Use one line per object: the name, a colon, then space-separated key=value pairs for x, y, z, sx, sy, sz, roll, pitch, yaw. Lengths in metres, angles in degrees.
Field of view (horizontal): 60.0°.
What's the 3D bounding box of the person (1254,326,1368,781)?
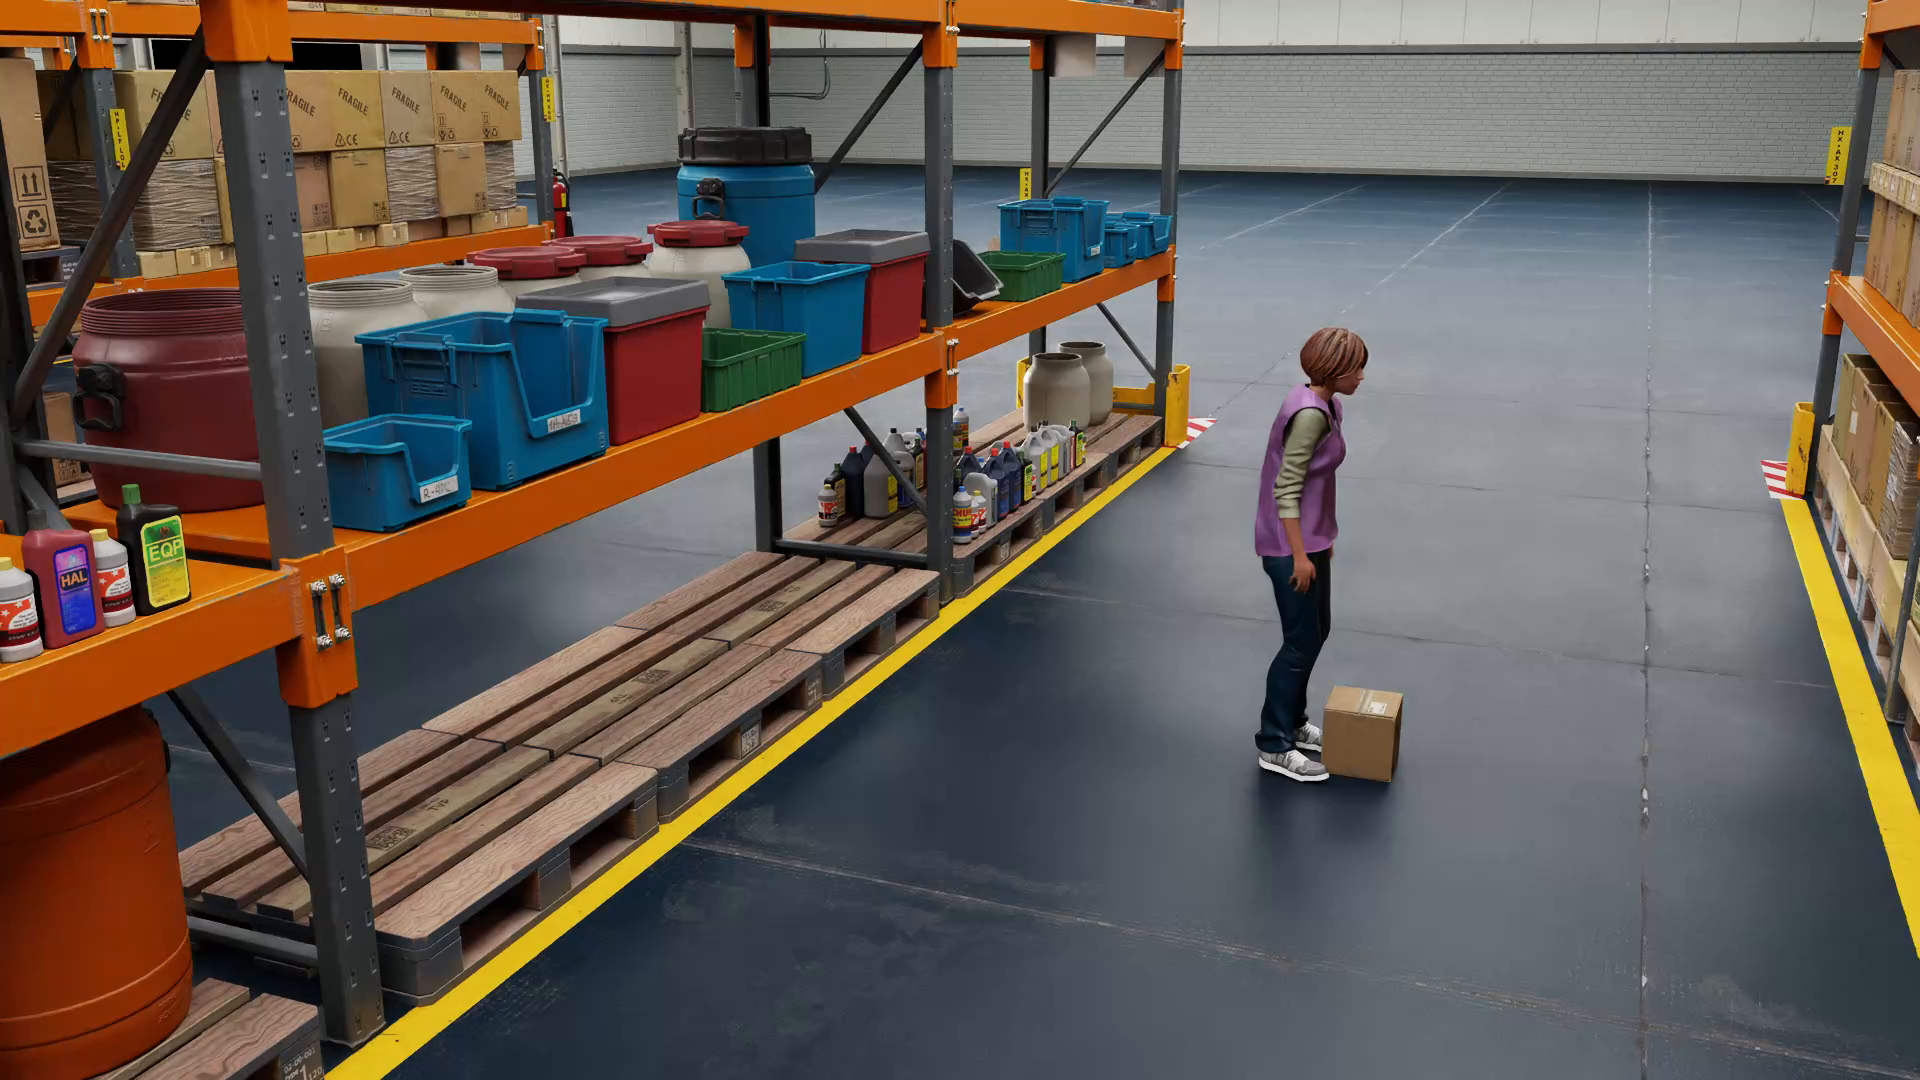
person: x=1.227 y=0.034 z=5.928 sx=0.345 sy=1.592 sz=0.460 roll=6 pitch=17 yaw=21
